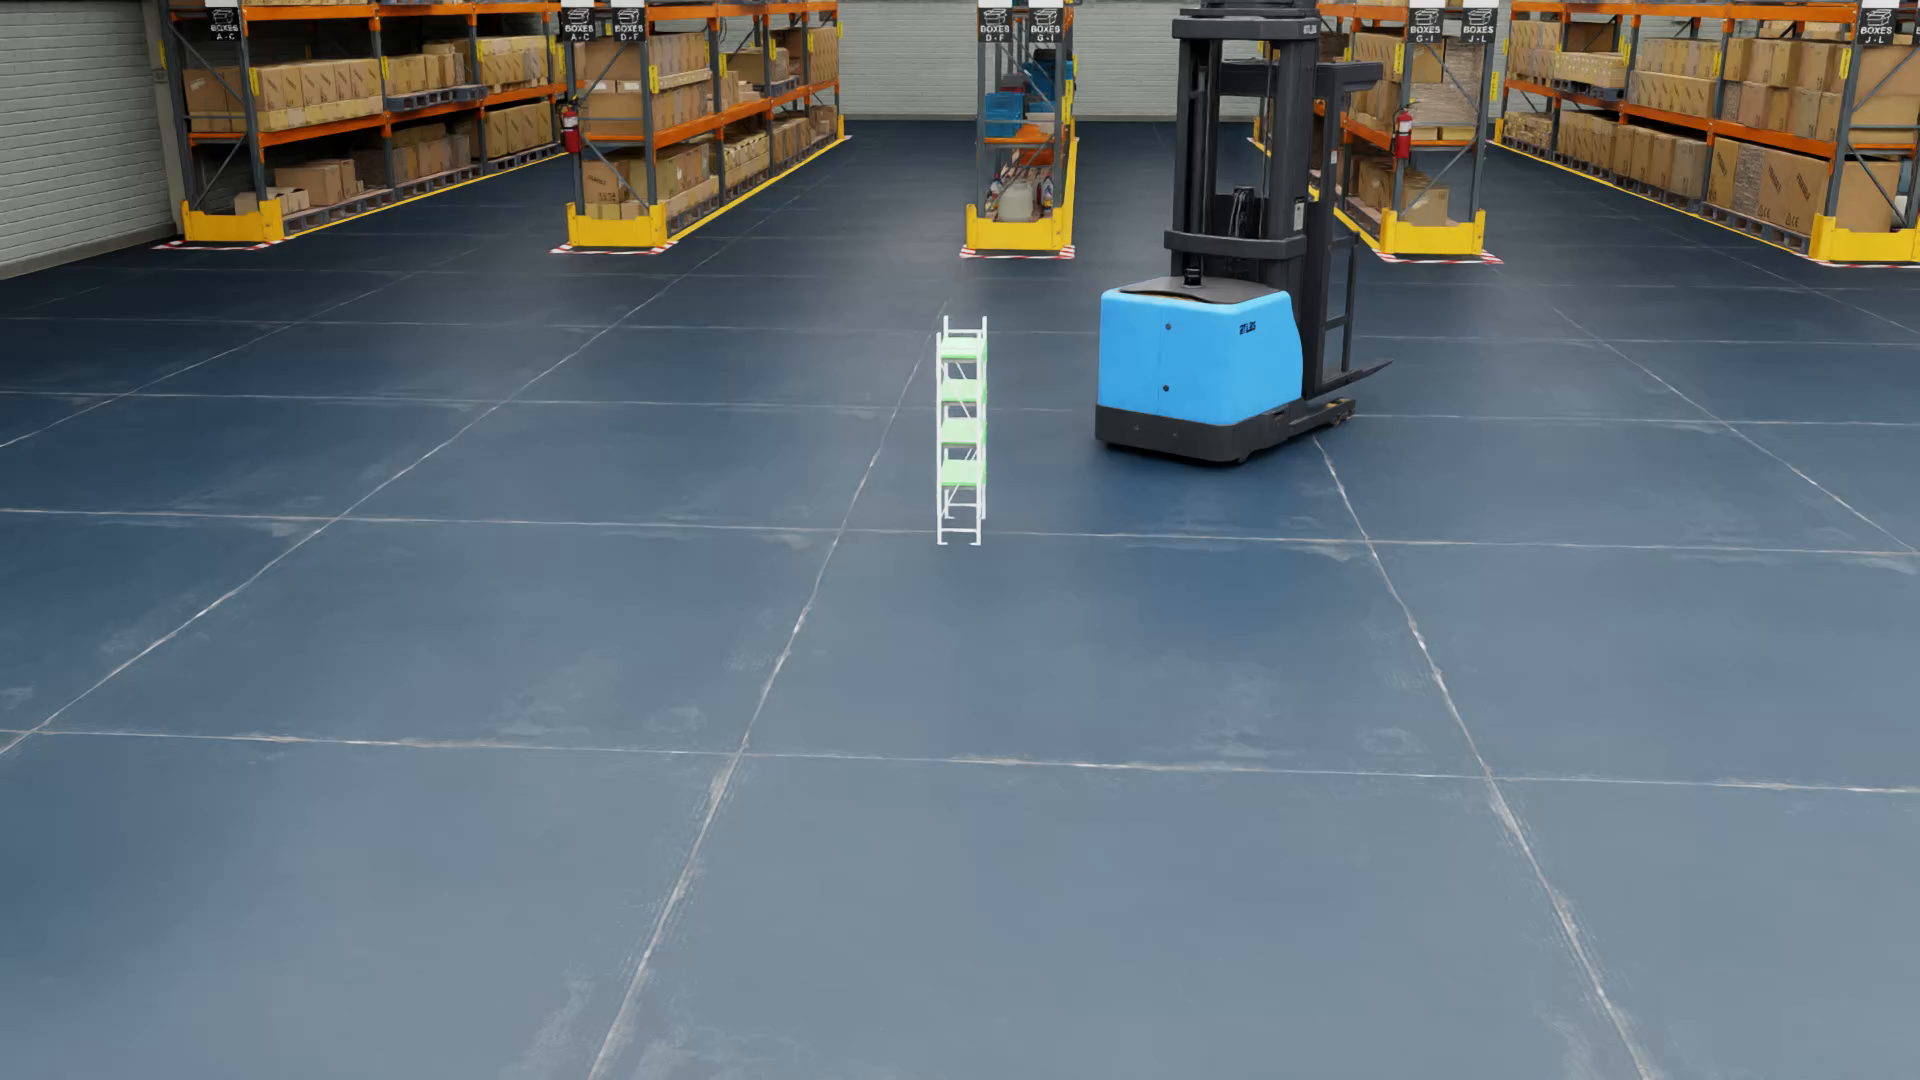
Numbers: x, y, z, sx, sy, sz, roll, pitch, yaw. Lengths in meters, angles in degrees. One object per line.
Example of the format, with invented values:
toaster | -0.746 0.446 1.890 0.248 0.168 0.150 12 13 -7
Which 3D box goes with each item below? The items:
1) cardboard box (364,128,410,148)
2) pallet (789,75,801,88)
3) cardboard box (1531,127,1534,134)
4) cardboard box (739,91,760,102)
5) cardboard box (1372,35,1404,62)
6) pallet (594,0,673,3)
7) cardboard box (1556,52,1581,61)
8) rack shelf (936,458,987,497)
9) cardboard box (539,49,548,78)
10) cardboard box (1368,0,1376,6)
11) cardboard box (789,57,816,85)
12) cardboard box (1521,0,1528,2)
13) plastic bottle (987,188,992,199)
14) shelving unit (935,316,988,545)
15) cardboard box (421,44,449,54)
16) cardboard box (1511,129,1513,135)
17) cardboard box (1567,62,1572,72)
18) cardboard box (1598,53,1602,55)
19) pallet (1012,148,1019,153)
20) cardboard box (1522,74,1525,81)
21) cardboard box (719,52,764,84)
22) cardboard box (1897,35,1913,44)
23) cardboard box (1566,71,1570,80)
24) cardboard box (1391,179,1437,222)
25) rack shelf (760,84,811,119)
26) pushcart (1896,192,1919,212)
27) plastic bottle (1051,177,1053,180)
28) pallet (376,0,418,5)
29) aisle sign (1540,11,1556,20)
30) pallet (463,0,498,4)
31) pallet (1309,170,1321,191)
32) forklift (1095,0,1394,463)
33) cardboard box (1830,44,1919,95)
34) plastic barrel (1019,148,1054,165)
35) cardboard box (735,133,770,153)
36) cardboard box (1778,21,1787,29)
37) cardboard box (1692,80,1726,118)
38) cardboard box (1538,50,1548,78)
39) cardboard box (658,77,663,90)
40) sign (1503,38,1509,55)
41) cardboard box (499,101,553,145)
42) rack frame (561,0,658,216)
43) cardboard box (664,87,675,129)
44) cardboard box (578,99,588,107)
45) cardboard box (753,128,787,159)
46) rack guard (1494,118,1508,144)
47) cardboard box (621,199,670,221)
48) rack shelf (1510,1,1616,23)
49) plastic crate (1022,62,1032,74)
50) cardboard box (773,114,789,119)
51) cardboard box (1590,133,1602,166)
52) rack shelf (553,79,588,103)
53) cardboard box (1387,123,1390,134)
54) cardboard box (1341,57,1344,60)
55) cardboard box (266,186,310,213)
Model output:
cardboard box | -8.820 -6.190 25.600 0.500 0.250 0.500 1 18 3
pallet | -3.536 -8.485 30.809 1.003 0.211 1.213 1 18 4
cardboard box | 11.319 -7.954 32.308 0.380 0.149 0.250 0 18 1
cardboard box | -3.445 -7.175 26.905 0.380 0.149 0.250 1 18 4
cardboard box | 5.556 -6.179 21.218 0.500 0.500 0.500 1 18 4
pallet | -4.153 -6.697 20.370 1.003 0.211 1.213 1 18 4
cardboard box | 10.964 -8.708 29.956 0.380 0.149 0.250 2 18 7
rack shelf | 0.012 -0.333 9.488 0.258 0.148 0.480 1 18 4
cardboard box | -8.092 -8.981 31.343 0.500 0.500 0.500 1 18 3
cardboard box | 5.571 -7.017 21.443 0.500 0.250 0.500 1 18 2
cardboard box | -3.061 -9.022 31.978 0.500 0.500 0.500 2 18 5
cardboard box | 11.409 -10.757 32.857 0.500 0.250 0.500 2 18 6
plastic bottle | 0.395 -4.518 22.051 0.061 0.283 0.133 2 18 5
shelving unit | 0.012 -0.622 9.393 0.258 1.200 0.503 1 18 4
cardboard box | -8.600 -8.046 27.251 0.380 0.149 0.250 -2 18 -5
cardboard box | 11.444 -8.306 33.858 0.380 0.149 0.250 1 18 4
cardboard box | 10.911 -8.325 29.265 0.380 0.149 0.250 1 18 2
cardboard box | 11.599 -8.608 29.649 0.380 0.149 0.250 1 18 2
pallet | 1.474 -7.146 30.893 1.003 0.211 1.213 1 18 4
cardboard box | 11.456 -9.241 33.212 0.380 0.149 0.250 2 18 6
cardboard box | -3.723 -8.025 28.261 0.700 0.500 0.500 -5 19 -15
cardboard box | 15.956 -8.139 27.678 0.500 0.500 0.500 1 18 4
cardboard box | 10.909 -8.184 29.310 0.380 0.149 0.250 1 18 4
cardboard box | 5.721 -4.264 20.960 0.500 0.500 0.500 6 19 18
rack shelf | -3.513 -7.859 29.745 1.077 0.370 4.000 1 18 4
pushcart | 13.544 -4.683 23.109 1.648 0.377 0.936 -5 19 -15
plastic bottle | 1.292 -4.987 23.481 0.061 0.283 0.133 2 18 7
pallet | -8.734 -7.972 24.420 1.213 0.211 1.003 1 18 4
aisle sign | 12.042 -10.951 33.852 0.394 0.787 0.004 1 18 4
pallet | -8.604 -9.226 28.247 1.213 0.211 1.003 2 18 6
pallet | 6.167 -5.789 26.752 1.003 0.211 1.213 1 18 4
forklift | 2.215 -2.289 11.700 1.130 2.935 3.031 13 22 35
cardboard box | 10.656 -5.429 19.200 0.875 0.550 0.550 1 18 4
plastic barrel | 1.302 -6.788 28.134 0.600 0.830 0.708 1 18 4
cardboard box | -3.448 -6.571 27.499 0.500 0.311 0.500 2 18 5
cardboard box | 16.299 -10.104 32.634 0.380 0.149 0.250 1 18 2
cardboard box | 10.648 -6.188 23.331 0.500 0.500 0.500 1 18 4
cardboard box | 11.242 -8.964 31.324 0.500 0.500 0.500 1 18 2
cardboard box | -3.951 -5.727 20.882 0.380 0.149 0.250 1 18 4
sign | 11.197 -10.123 34.110 0.100 0.325 0.005 1 18 4
cardboard box | -8.227 -7.904 31.507 0.750 0.750 0.750 1 18 5
rack frame | -4.230 -5.095 20.155 1.000 3.000 0.127 1 18 4
cardboard box | -4.109 -5.604 21.549 0.700 0.500 0.500 1 18 4
cardboard box | -7.819 -9.151 34.830 0.380 0.149 0.250 2 18 5
cardboard box | -3.307 -6.898 28.967 0.500 0.500 0.500 1 18 2
rack guard | 11.732 -8.488 34.525 1.175 0.500 0.348 1 18 4
cardboard box | -3.969 -4.149 21.010 0.500 0.250 0.500 1 18 4
rack shelf | 11.595 -10.162 31.957 1.077 0.370 4.000 1 18 4
plastic crate | 1.264 -8.884 31.647 0.392 0.384 0.575 1 18 4
cardboard box | -3.611 -8.026 32.409 0.500 0.500 0.500 1 18 4
cardboard box | 10.992 -6.598 28.082 0.500 0.500 0.500 2 18 6
rack shelf | -8.167 -9.211 33.870 1.077 0.370 4.000 1 18 4
cardboard box | 5.484 -5.080 20.513 0.380 0.149 0.250 1 18 4
cardboard box | 6.285 -7.260 25.927 0.700 0.500 0.500 4 19 12
cardboard box | -8.991 -4.526 22.029 0.500 0.311 0.500 3 18 8
